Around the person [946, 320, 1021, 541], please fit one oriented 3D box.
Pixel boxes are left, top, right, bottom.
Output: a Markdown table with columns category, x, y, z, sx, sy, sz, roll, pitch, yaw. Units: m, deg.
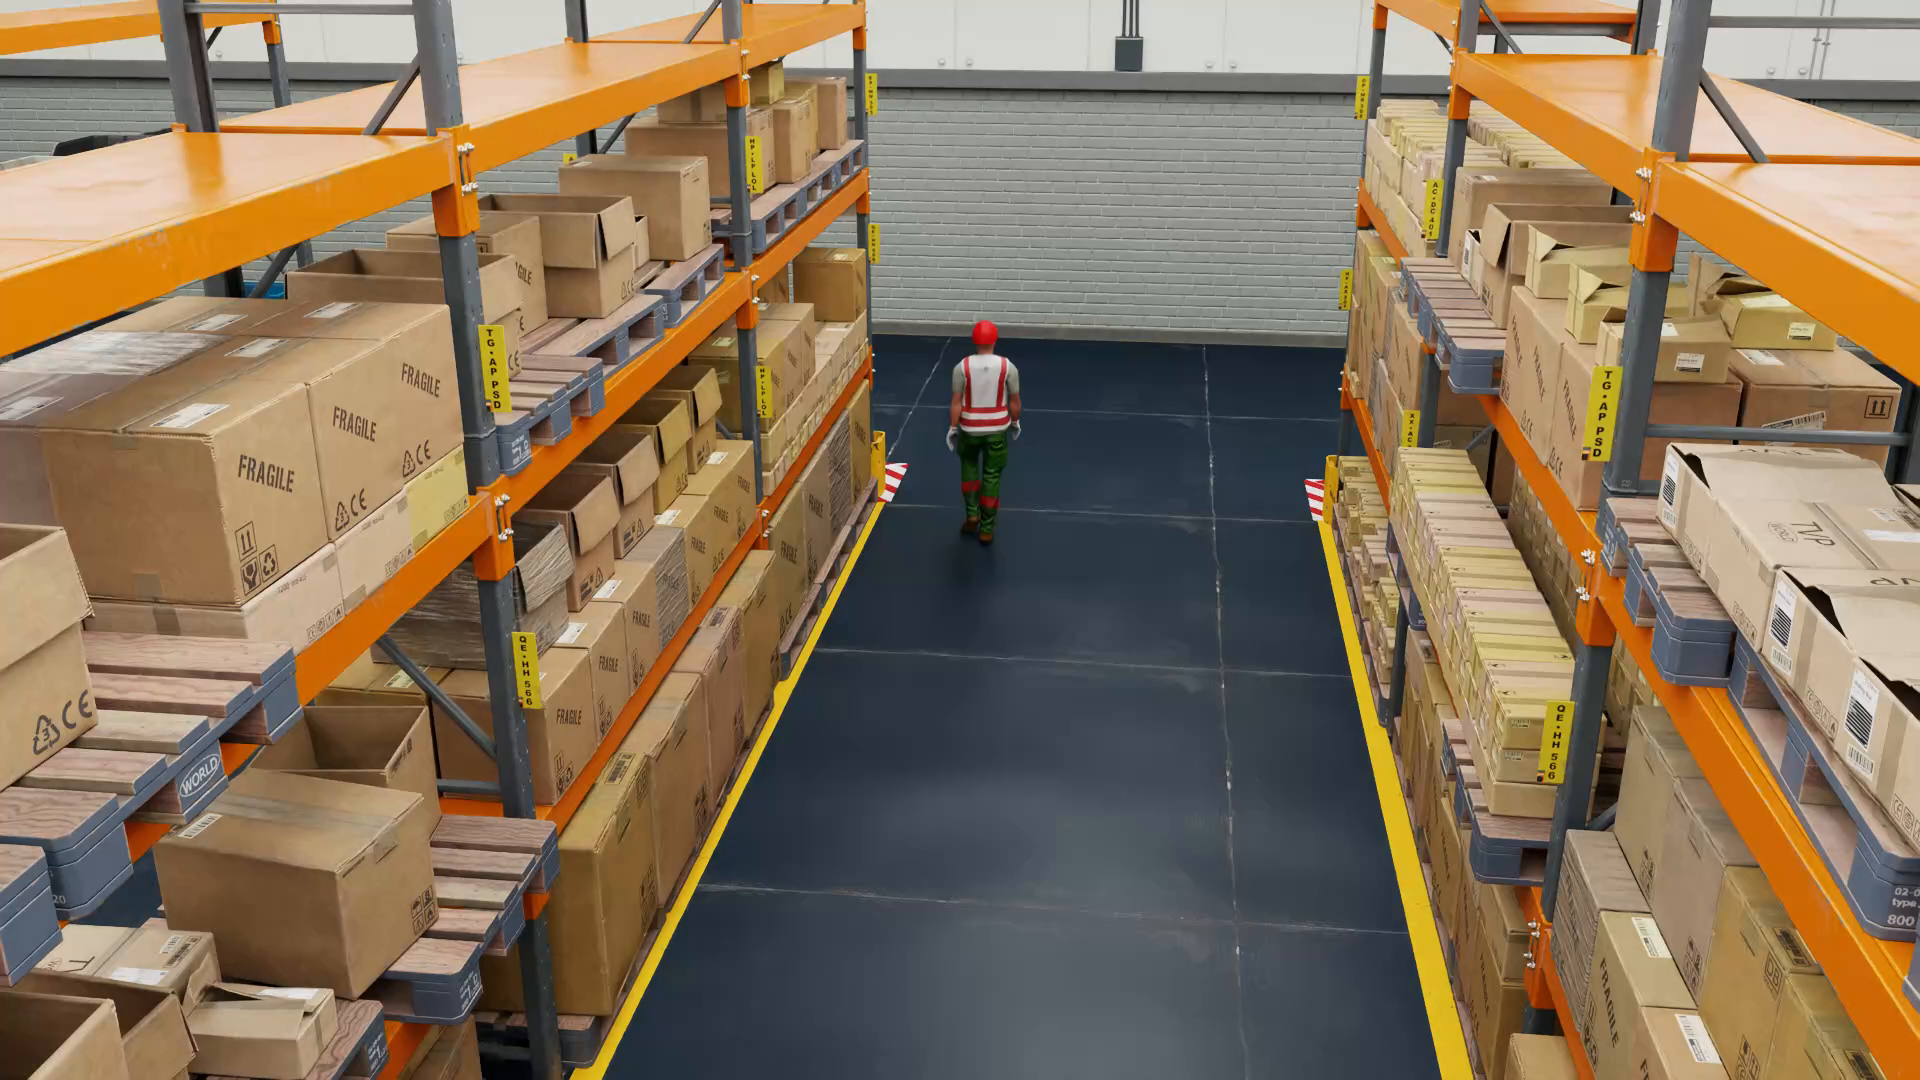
| category | x | y | z | sx | sy | sz | roll | pitch | yaw |
| --- | --- | --- | --- | --- | --- | --- | --- | --- | --- |
| person | 0.192 | -0.872 | 13.333 | 0.589 | 1.844 | 0.514 | 1 | 21 | 3 |
